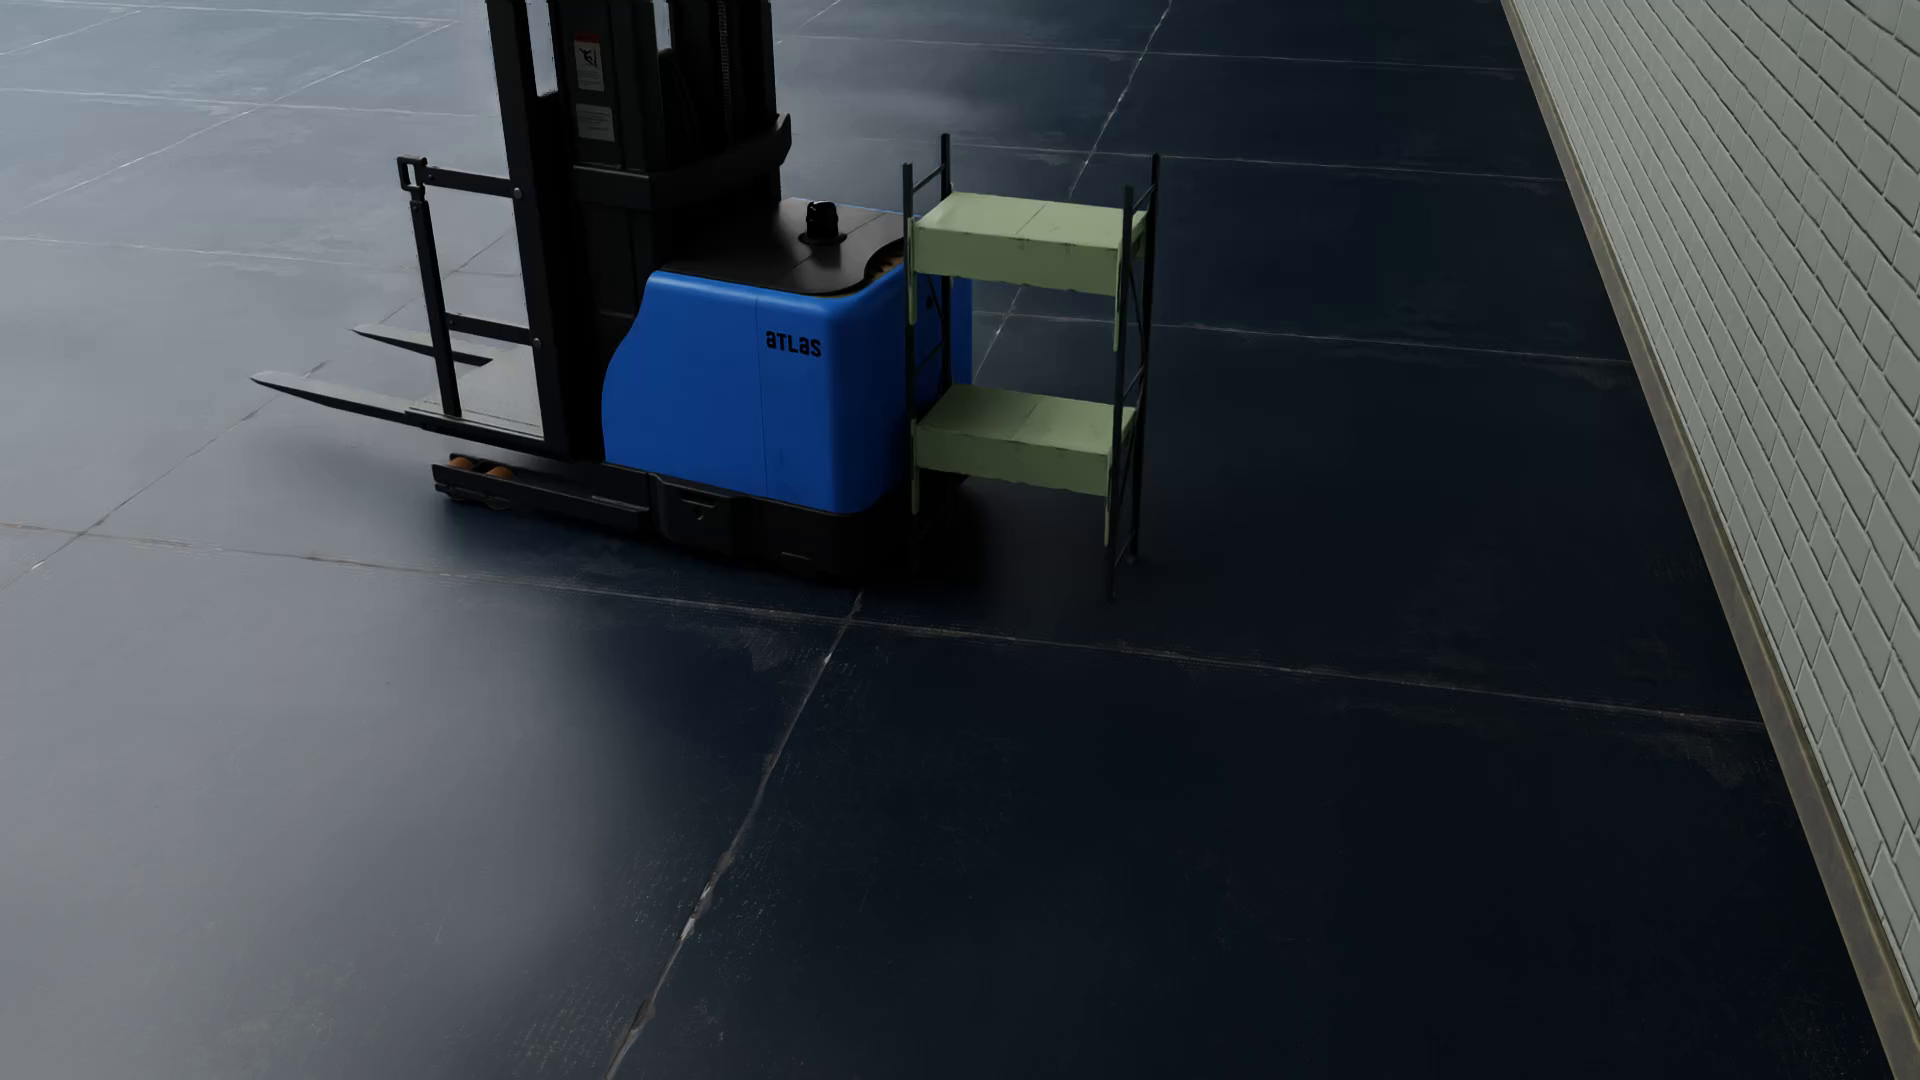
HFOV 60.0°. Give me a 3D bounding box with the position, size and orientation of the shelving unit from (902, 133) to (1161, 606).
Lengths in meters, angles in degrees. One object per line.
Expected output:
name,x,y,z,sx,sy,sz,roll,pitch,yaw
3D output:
shelving unit,0.237,-0.577,5.742,0.755,1.500,0.431,10,30,17

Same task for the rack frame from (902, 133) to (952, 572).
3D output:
rack frame,-0.109,-0.635,5.848,0.023,1.500,0.400,10,30,17

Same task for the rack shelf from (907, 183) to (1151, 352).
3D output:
rack shelf,0.237,-0.919,5.554,0.720,0.370,0.431,10,30,17

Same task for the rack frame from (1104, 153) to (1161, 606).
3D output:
rack frame,0.582,-0.519,5.635,0.023,1.500,0.400,10,30,17

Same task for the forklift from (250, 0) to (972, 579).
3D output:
forklift,-1.498,-1.615,6.148,3.031,2.935,1.130,13,31,22

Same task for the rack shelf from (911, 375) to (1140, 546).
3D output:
rack shelf,0.237,-0.291,5.898,0.720,0.370,0.431,10,30,17
